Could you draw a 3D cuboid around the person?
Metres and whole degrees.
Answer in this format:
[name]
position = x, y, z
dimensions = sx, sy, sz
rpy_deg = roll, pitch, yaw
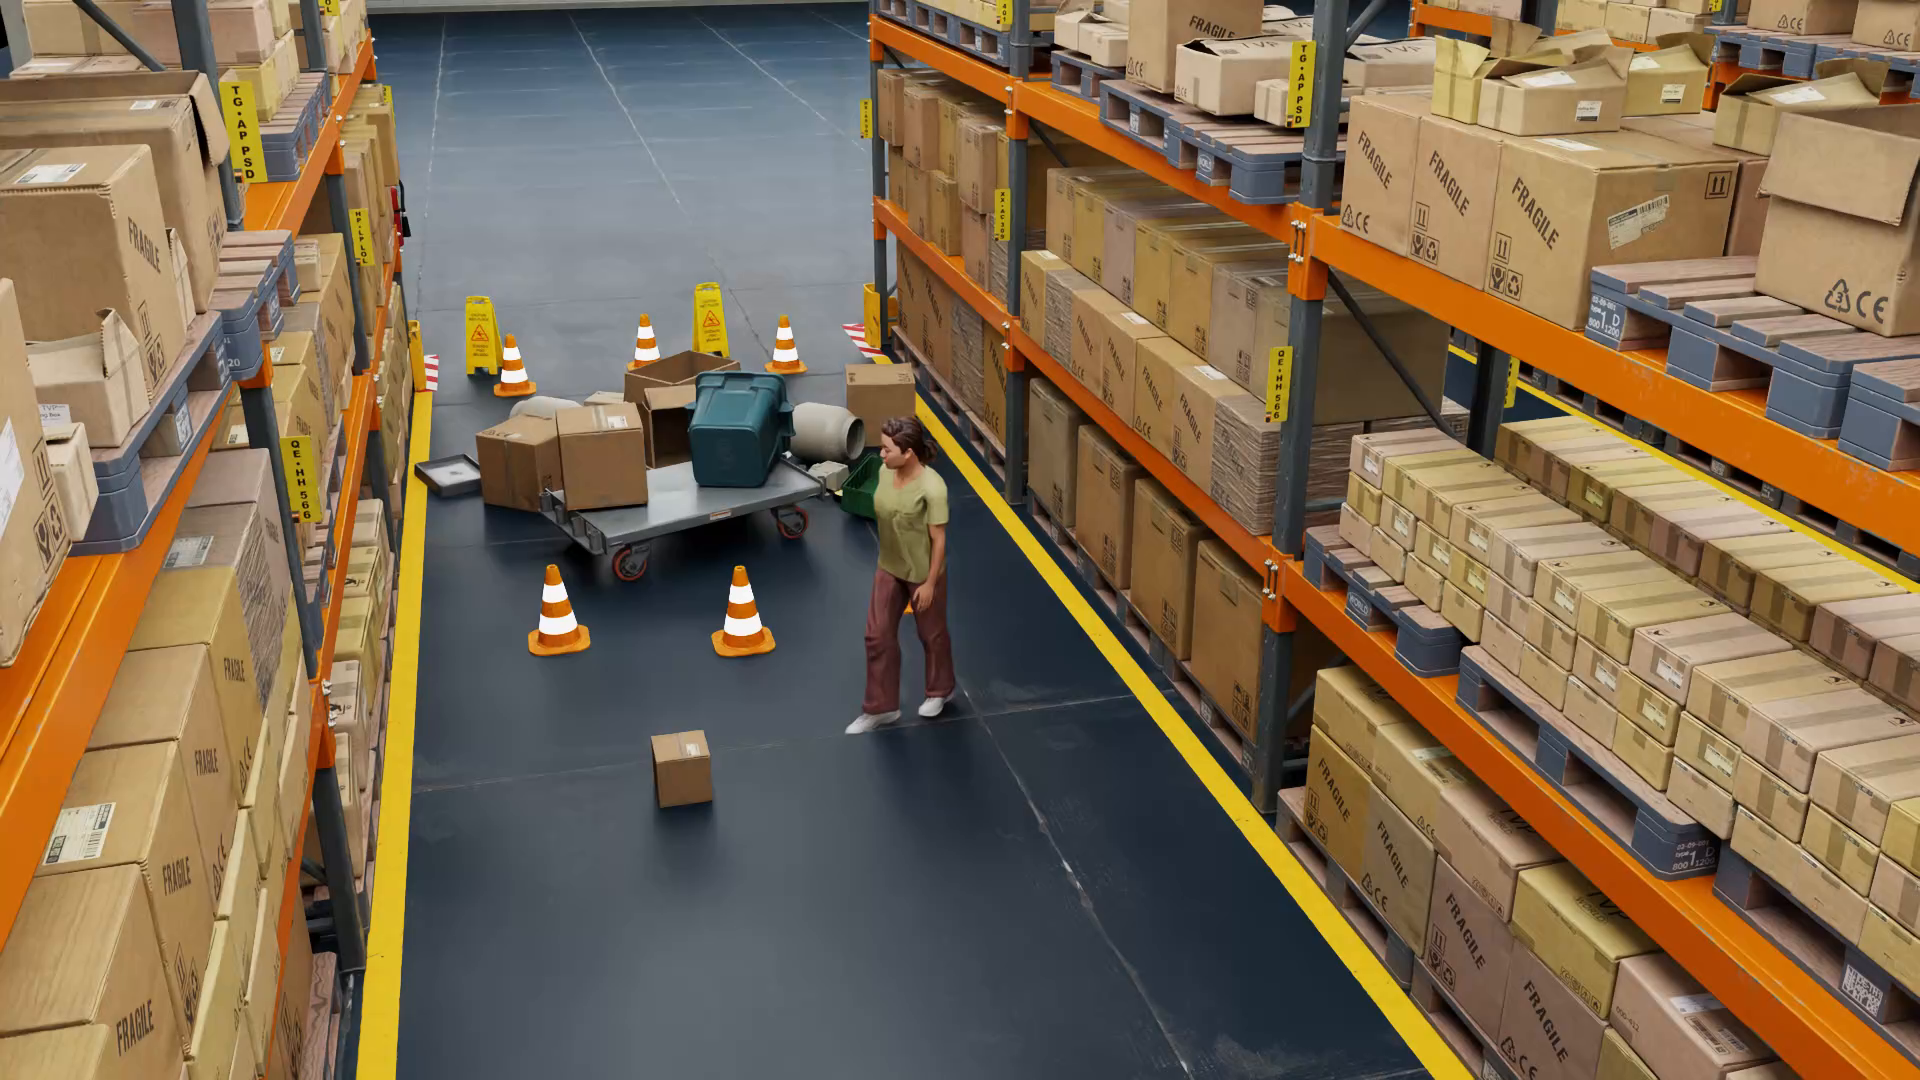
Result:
[person]
position = -0.237, 0.173, 8.221
dimensions = 0.484, 1.712, 0.588
rpy_deg = 15, 27, 31
